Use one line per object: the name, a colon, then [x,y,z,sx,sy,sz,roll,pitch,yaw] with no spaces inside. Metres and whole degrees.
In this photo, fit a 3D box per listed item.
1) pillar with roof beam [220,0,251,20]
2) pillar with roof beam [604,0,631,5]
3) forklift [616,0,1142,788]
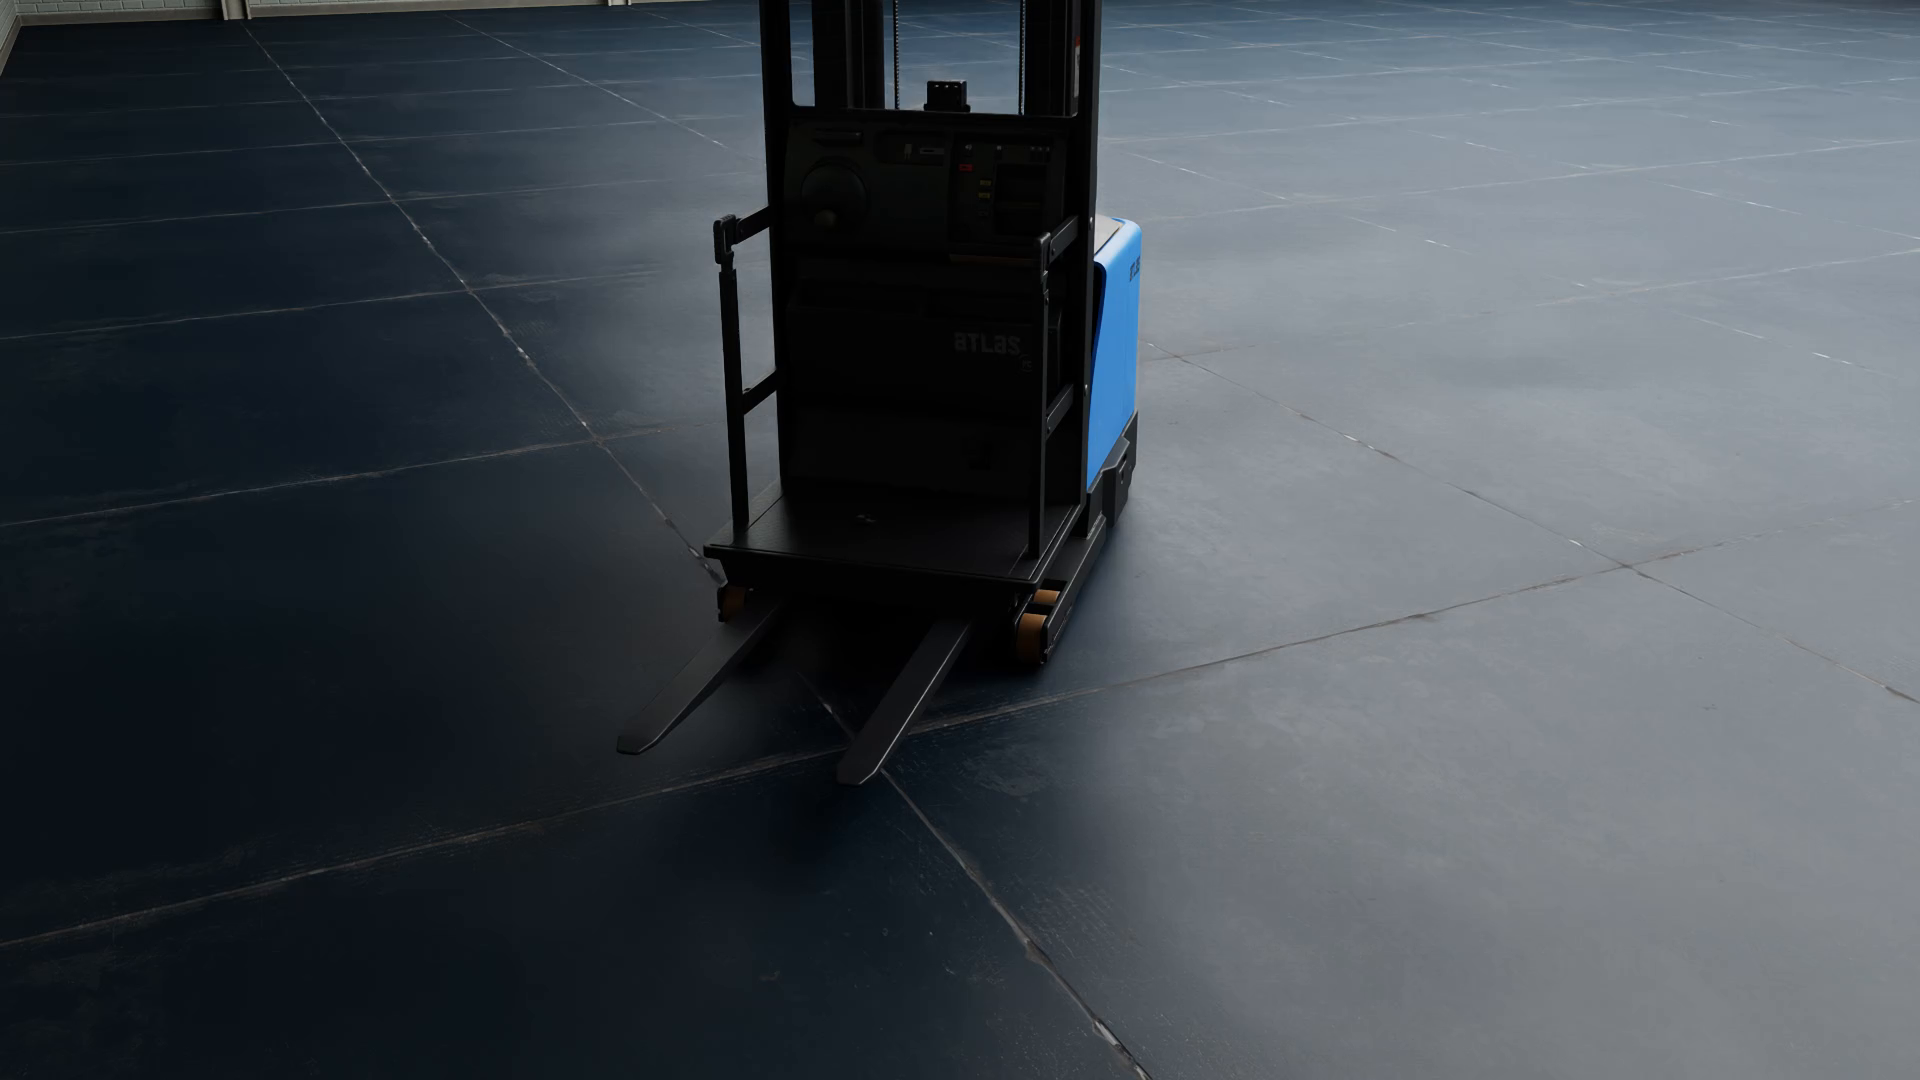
pillar with roof beam: [-9.344,-10.760,20.478,0.400,9.000,9.100,-10,25,-24]
pillar with roof beam: [-3.938,-11.755,22.882,0.400,9.000,9.100,-10,25,-24]
forklift: [-0.170,-1.122,5.128,1.130,2.935,3.031,6,23,14]
